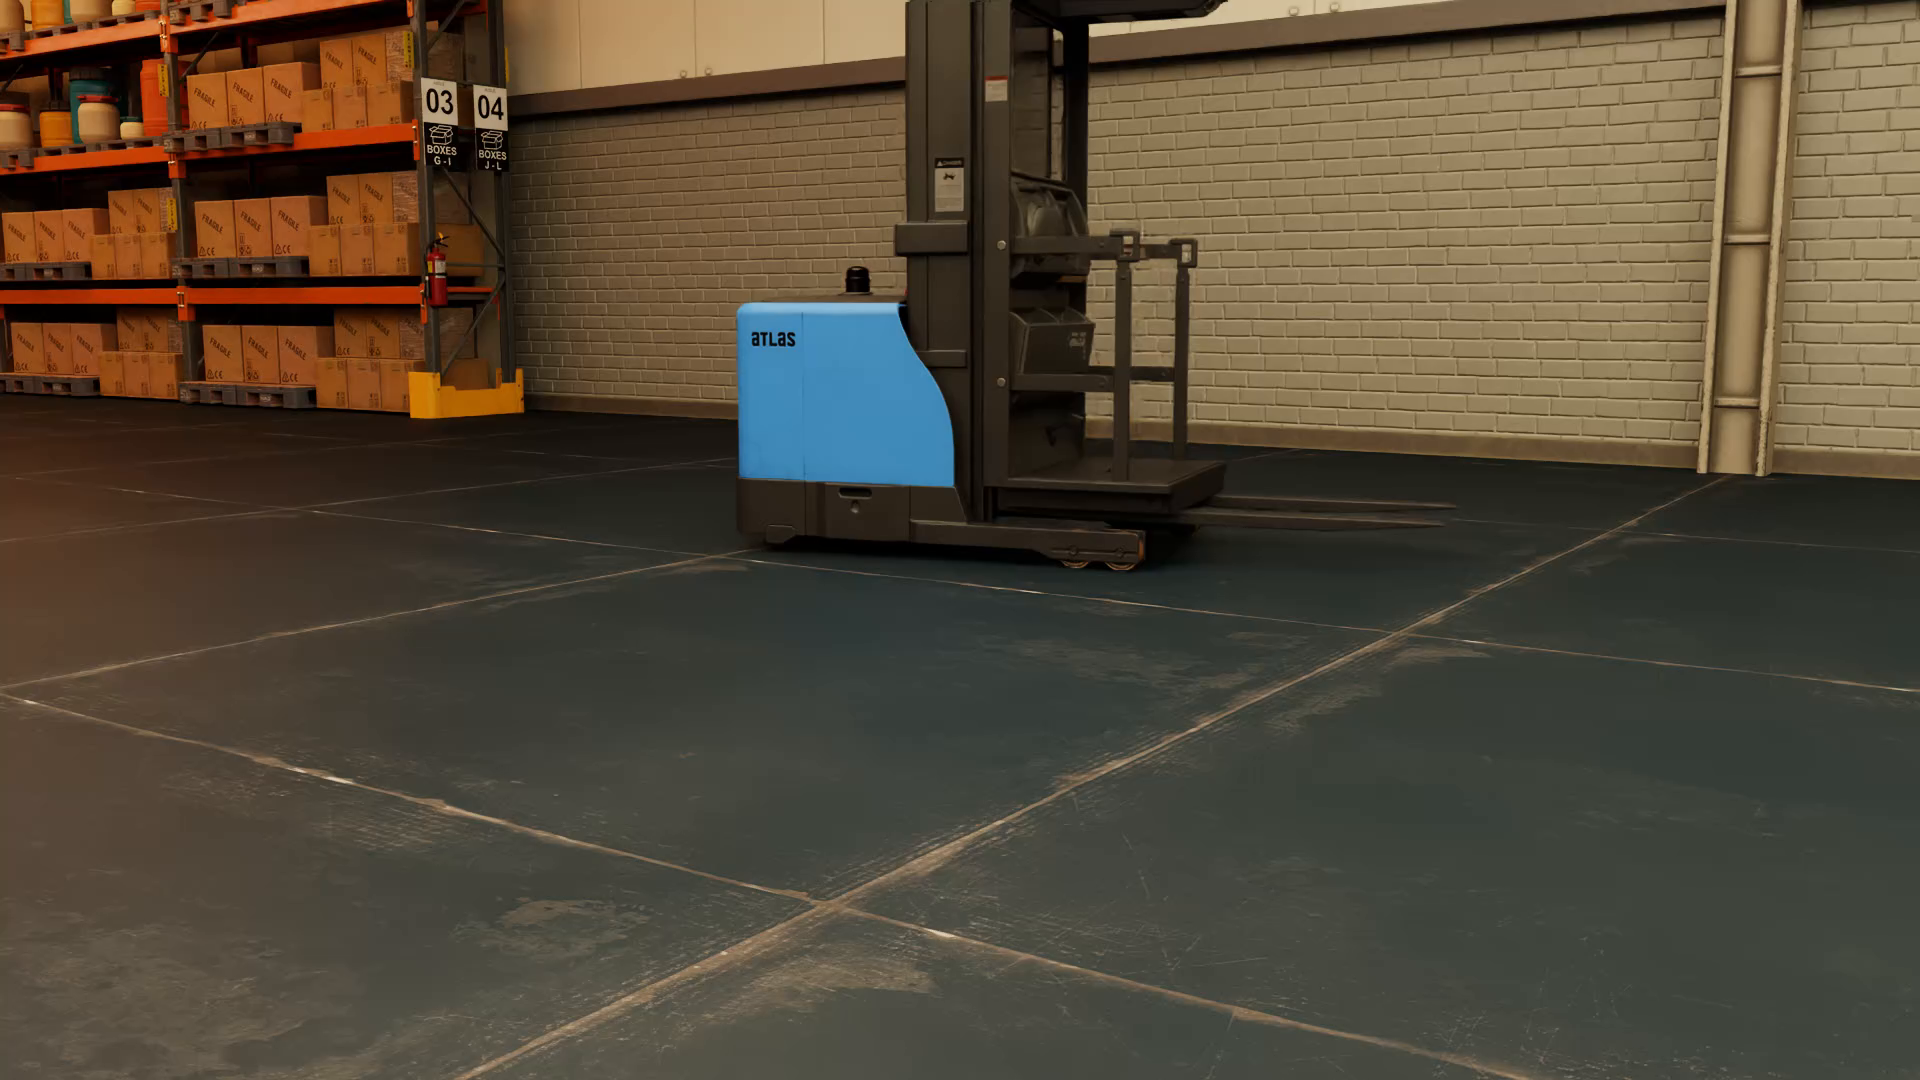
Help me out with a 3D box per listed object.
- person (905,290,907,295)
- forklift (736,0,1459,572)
[{"bbox_3d":[-0.079,-1.056,9.964,0.669,1.505,0.794,-6,10,-38],"label":"person"},{"bbox_3d":[0.580,-1.408,7.093,3.031,2.935,1.130,3,9,21],"label":"forklift"}]
